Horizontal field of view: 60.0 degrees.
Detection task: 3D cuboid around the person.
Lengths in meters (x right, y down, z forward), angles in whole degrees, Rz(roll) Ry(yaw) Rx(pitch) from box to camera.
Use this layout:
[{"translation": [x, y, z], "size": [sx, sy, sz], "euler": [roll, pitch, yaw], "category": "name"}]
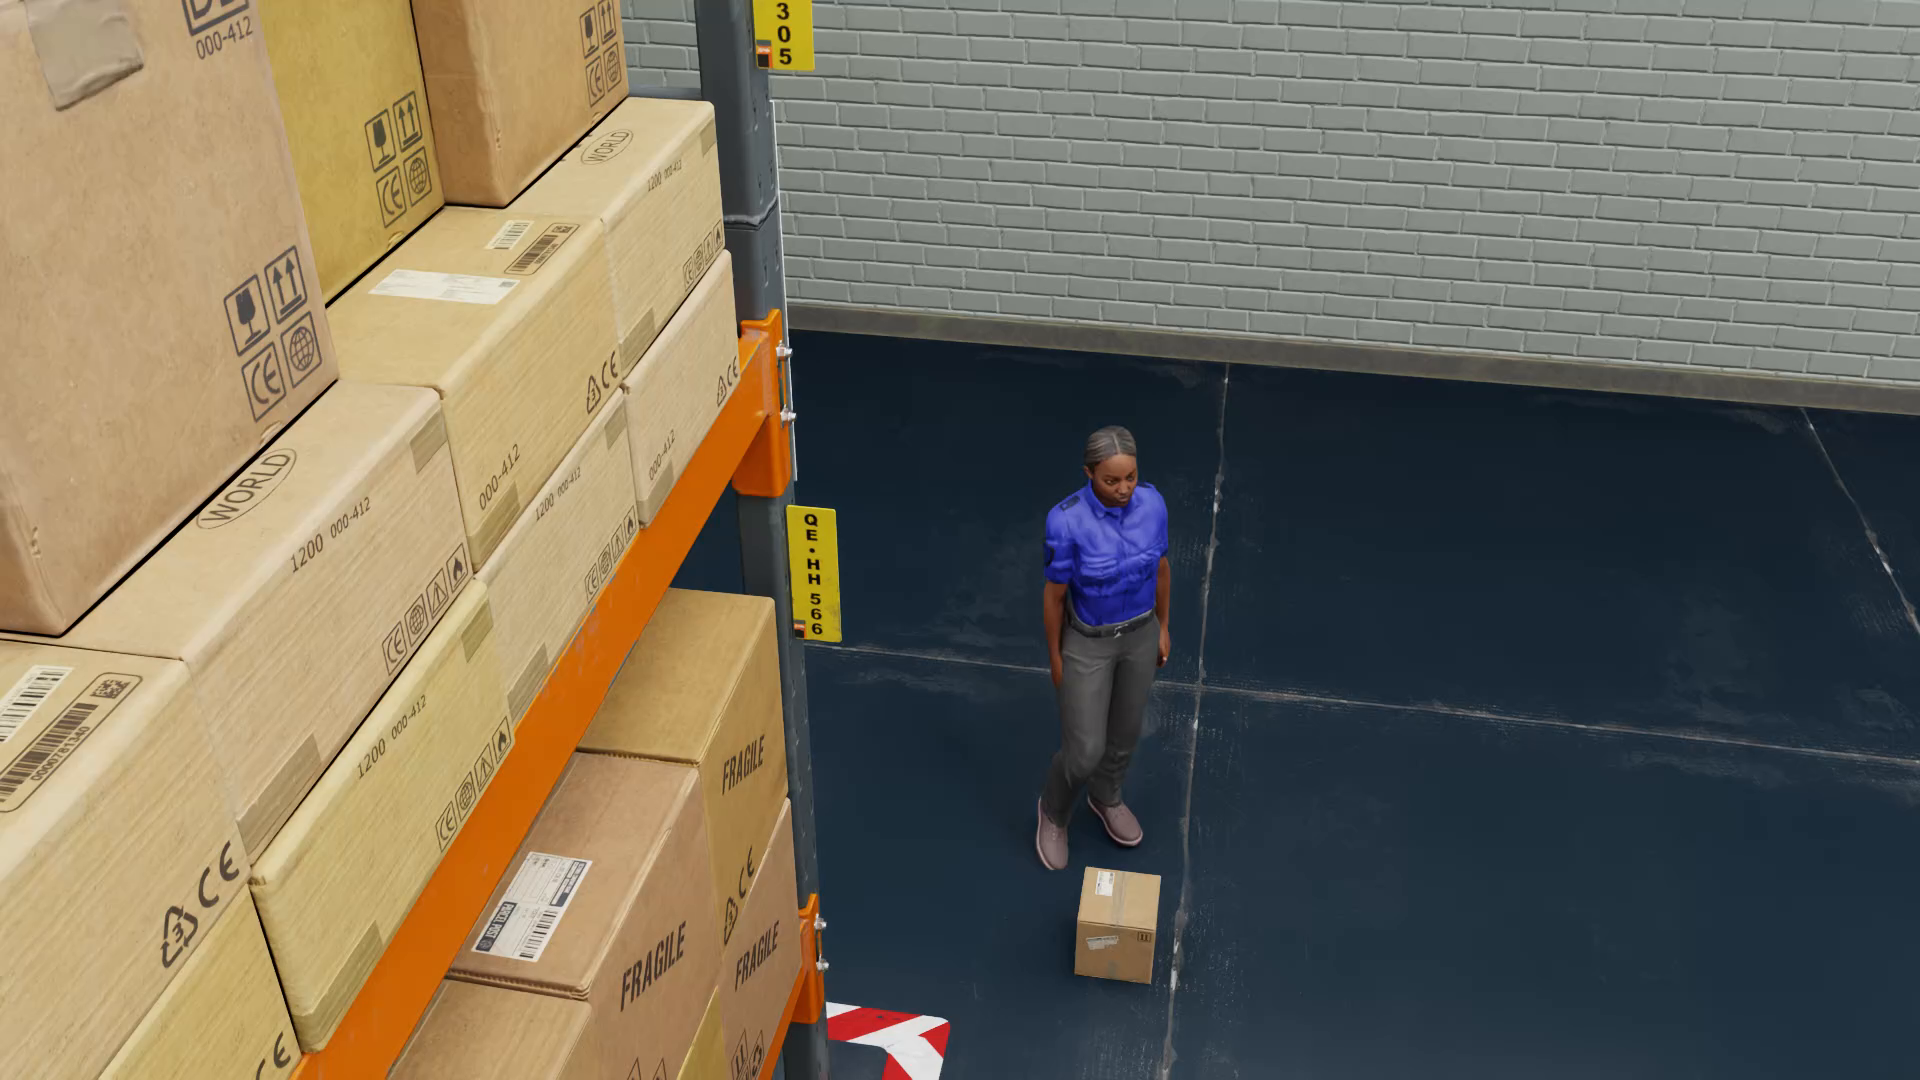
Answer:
[{"translation": [0.497, 0.381, 5.567], "size": [0.513, 1.700, 0.374], "euler": [-14, 35, -21], "category": "person"}]
